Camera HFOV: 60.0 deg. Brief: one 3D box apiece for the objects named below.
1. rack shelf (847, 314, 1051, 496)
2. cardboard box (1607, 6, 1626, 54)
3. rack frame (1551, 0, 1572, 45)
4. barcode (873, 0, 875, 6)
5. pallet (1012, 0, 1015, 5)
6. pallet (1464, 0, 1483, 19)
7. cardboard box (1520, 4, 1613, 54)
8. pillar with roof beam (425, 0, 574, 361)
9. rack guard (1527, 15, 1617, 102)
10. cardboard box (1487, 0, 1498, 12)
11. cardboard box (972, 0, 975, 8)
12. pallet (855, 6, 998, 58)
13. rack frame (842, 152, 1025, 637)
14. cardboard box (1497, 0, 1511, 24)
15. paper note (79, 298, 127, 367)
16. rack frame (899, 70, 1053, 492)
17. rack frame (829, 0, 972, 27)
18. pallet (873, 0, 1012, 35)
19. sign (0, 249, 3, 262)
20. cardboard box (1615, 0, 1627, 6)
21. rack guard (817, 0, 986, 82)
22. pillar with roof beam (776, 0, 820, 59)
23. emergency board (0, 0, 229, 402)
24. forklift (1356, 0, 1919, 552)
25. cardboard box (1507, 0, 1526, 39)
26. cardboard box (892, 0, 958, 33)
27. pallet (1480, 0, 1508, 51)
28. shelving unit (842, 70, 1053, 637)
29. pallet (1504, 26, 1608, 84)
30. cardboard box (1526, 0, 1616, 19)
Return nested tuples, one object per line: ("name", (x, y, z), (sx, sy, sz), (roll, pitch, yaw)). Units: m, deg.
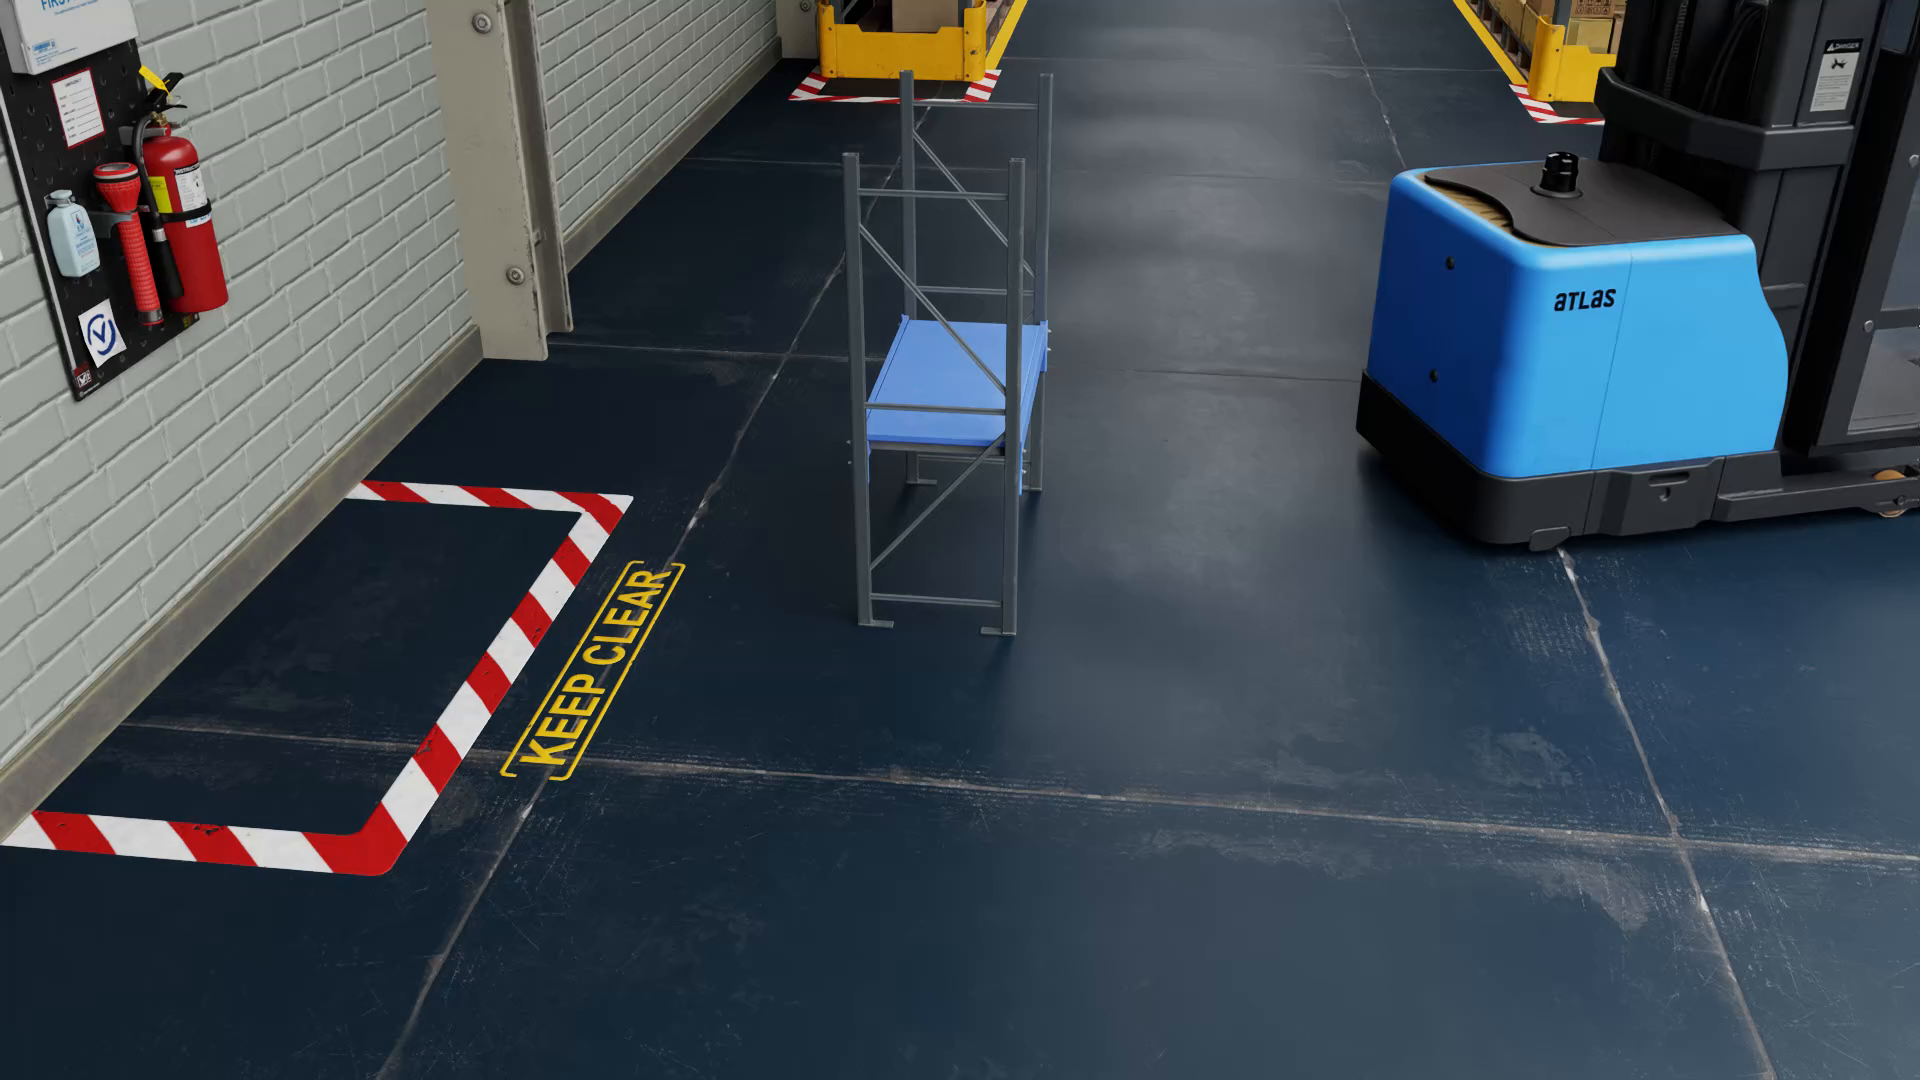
("rack shelf", (-0.010, -0.462, 5.405), (0.538, 0.185, 1.000), (3, 28, 6))
("cardboard box", (4.785, -3.570, 11.671), (0.500, 0.250, 0.500), (3, 28, 6))
("rack frame", (4.498, -4.357, 10.674), (1.000, 3.000, 0.127), (3, 28, 6))
("barcode", (-0.639, -4.009, 12.390), (0.001, 0.075, 0.075), (3, 28, 6))
("pallet", (0.024, -4.980, 14.771), (1.003, 0.211, 1.213), (3, 28, 6))
("pallet", (4.849, -4.640, 14.140), (1.003, 0.211, 1.213), (3, 28, 6))
("cardboard box", (4.271, -3.601, 11.727), (0.500, 0.250, 0.500), (3, 28, 6))
("pillar with roof beam", (2.346, -4.589, 4.780), (9.100, 9.000, 0.400), (3, 28, 6))
("rack guard", (4.495, -3.245, 11.246), (1.175, 0.500, 0.348), (3, 28, 6))
("cardboard box", (4.443, -4.307, 13.039), (0.500, 0.250, 0.500), (3, 28, 6))
("cardboard box", (-0.175, -4.242, 12.831), (0.500, 0.311, 0.500), (6, 29, 10))
("pallet", (-0.275, -3.831, 12.639), (1.003, 0.211, 1.213), (3, 28, 6))
("rack frame", (-0.073, -0.381, 4.876), (0.500, 1.500, 0.032), (3, 28, 6))
("cardboard box", (4.380, -4.072, 12.602), (0.500, 0.250, 0.500), (3, 28, 6))
("paper note", (-2.357, -0.570, 4.574), (0.016, 0.148, 0.142), (3, 28, 6))
("rack frame", (0.052, -0.859, 5.764), (0.500, 1.500, 0.032), (3, 28, 6))
("rack frame", (-0.419, -4.643, 11.205), (1.000, 3.000, 0.127), (3, 28, 6))
("pallet", (-0.123, -4.404, 13.702), (1.003, 0.211, 1.213), (3, 28, 6))
("sign", (-2.437, -0.799, 4.032), (0.001, 0.329, 0.234), (3, 28, 6))
("cardboard box", (4.844, -4.136, 11.930), (0.500, 0.500, 0.500), (3, 28, 6))
("rack guard", (-0.409, -3.578, 11.864), (1.175, 0.500, 0.348), (3, 28, 6))
("pillar with roof beam", (3.081, -7.413, 10.023), (9.100, 9.000, 0.400), (3, 28, 6))
("emergency board", (-2.267, -1.037, 4.513), (0.194, 1.169, 0.643), (3, 28, 6))
("forklift", (3.093, -1.607, 5.642), (3.031, 2.935, 1.130), (-6, 29, -12))
("cardboard box", (4.320, -3.837, 12.165), (0.500, 0.250, 0.500), (3, 28, 6))
("cardboard box", (-0.245, -3.973, 12.333), (0.500, 0.311, 0.500), (0, 28, 0))
("pallet", (4.702, -4.064, 13.071), (1.003, 0.211, 1.213), (3, 28, 6))
("shelving unit", (-0.010, -0.620, 5.320), (0.538, 1.500, 1.048), (3, 28, 6))
("pallet", (4.550, -3.491, 12.008), (1.003, 0.211, 1.213), (3, 28, 6))
("cardboard box", (4.269, -3.931, 11.549), (0.500, 0.500, 0.500), (3, 28, 6))
